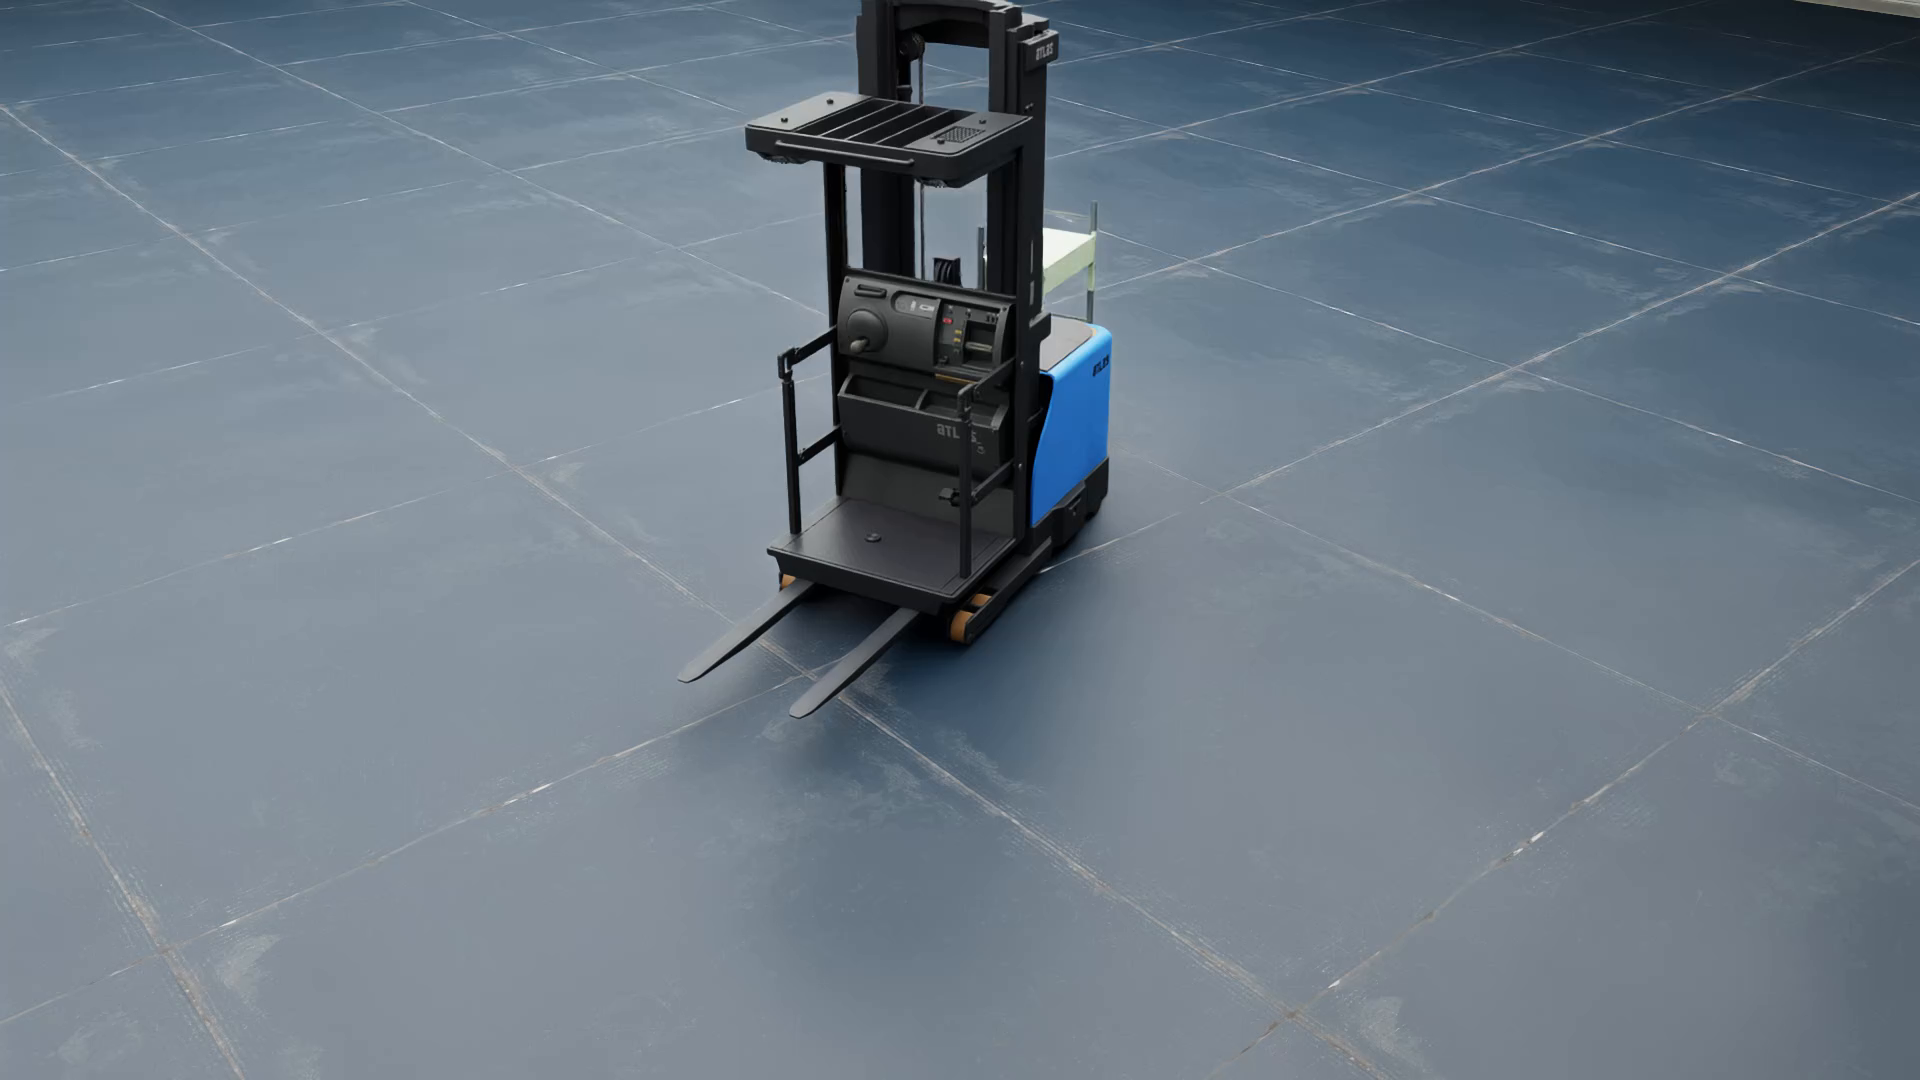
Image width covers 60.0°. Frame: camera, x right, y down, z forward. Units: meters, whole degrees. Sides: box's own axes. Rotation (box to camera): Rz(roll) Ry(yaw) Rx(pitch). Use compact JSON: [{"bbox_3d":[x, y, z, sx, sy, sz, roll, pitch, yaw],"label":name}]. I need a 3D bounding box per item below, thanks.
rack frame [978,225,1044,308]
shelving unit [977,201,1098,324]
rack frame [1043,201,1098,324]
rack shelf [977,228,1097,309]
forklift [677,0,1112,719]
[{"bbox_3d":[0.285,-1.070,9.659,0.400,1.500,0.023,14,31,25],"label":"rack frame"},{"bbox_3d":[0.457,-1.222,9.944,0.431,1.500,0.755,14,31,25],"label":"shelving unit"},{"bbox_3d":[0.630,-1.374,10.229,0.400,1.500,0.023,14,31,25],"label":"rack frame"},{"bbox_3d":[0.458,-1.566,9.760,0.431,0.370,0.720,14,31,25],"label":"rack shelf"},{"bbox_3d":[-0.285,-1.016,8.041,1.130,2.935,3.031,14,31,25],"label":"forklift"}]
